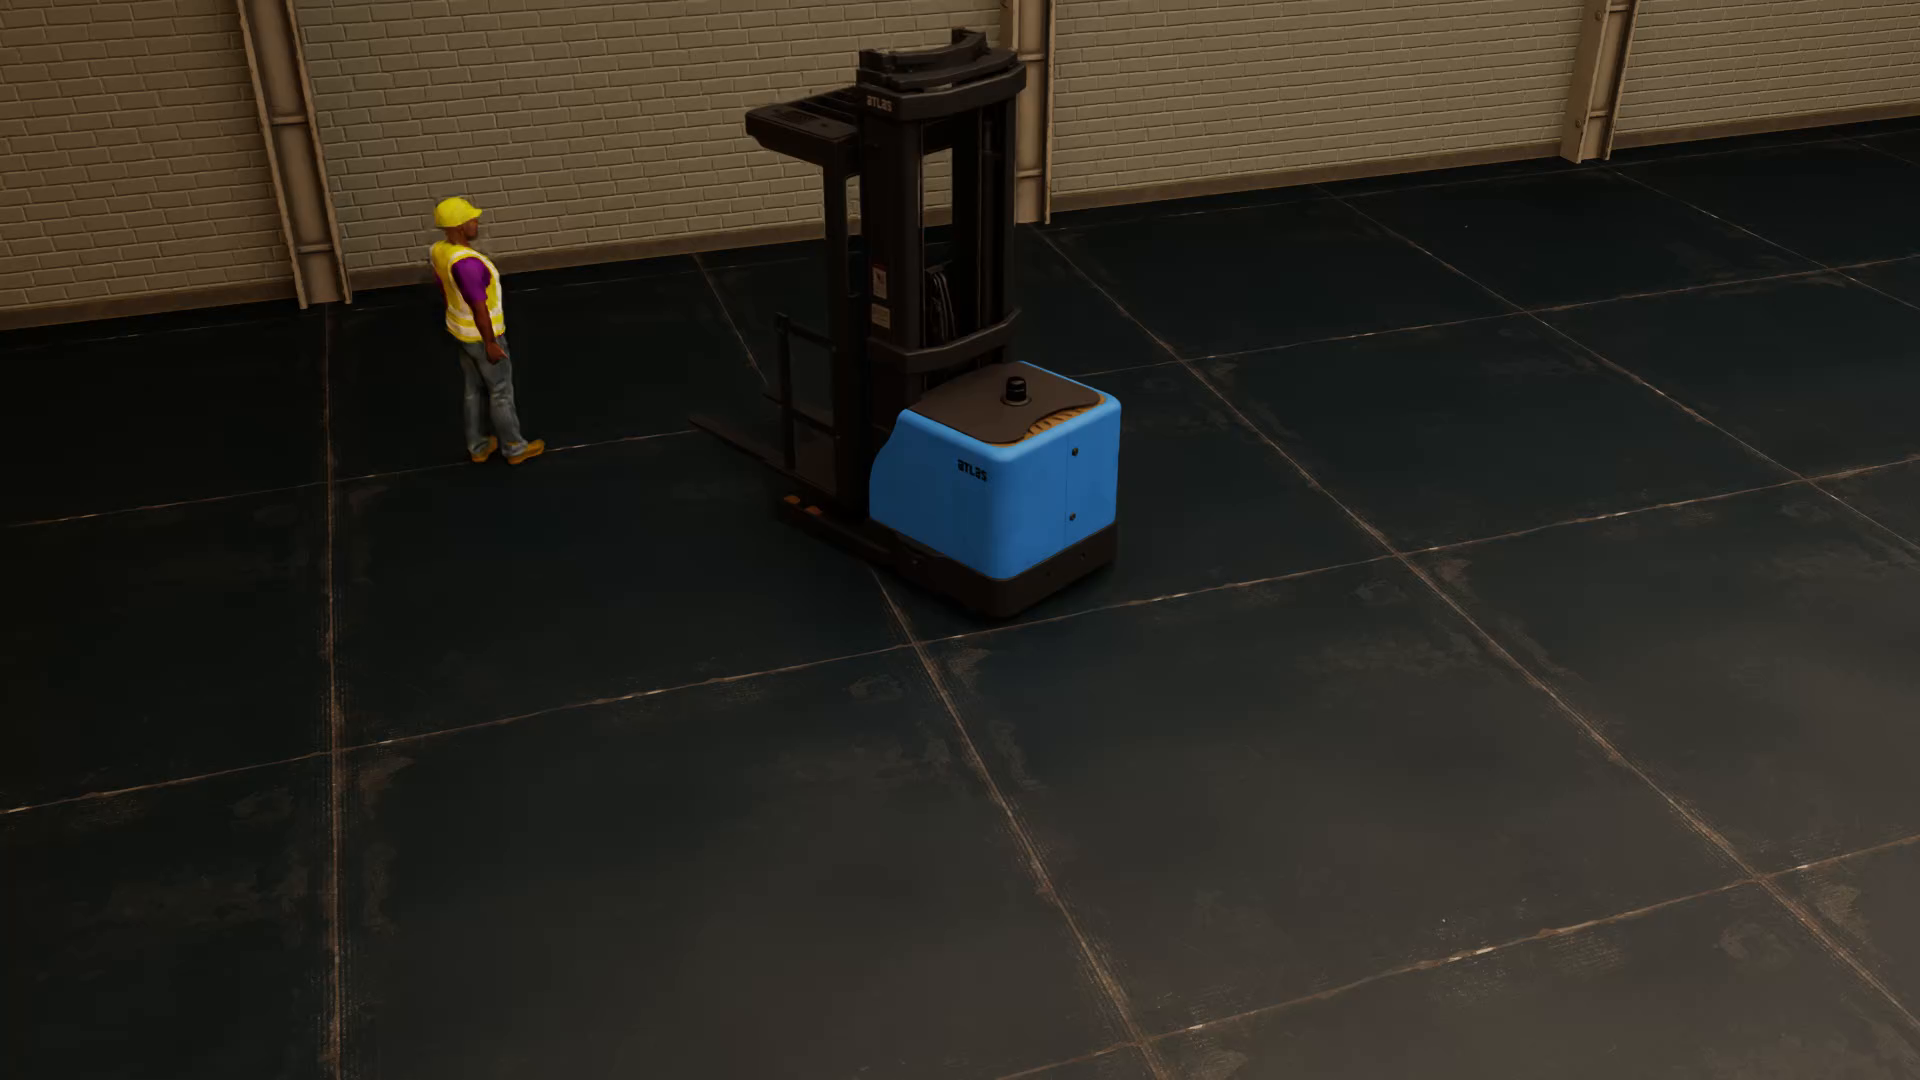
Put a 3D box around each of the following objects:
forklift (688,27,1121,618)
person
[{"bbox_3d":[-0.489,-1.474,9.649,3.031,2.935,1.130,26,39,37],"label":"forklift"},{"bbox_3d":[-3.008,-1.335,10.580,0.485,1.769,0.560,-21,36,-32],"label":"person"}]
